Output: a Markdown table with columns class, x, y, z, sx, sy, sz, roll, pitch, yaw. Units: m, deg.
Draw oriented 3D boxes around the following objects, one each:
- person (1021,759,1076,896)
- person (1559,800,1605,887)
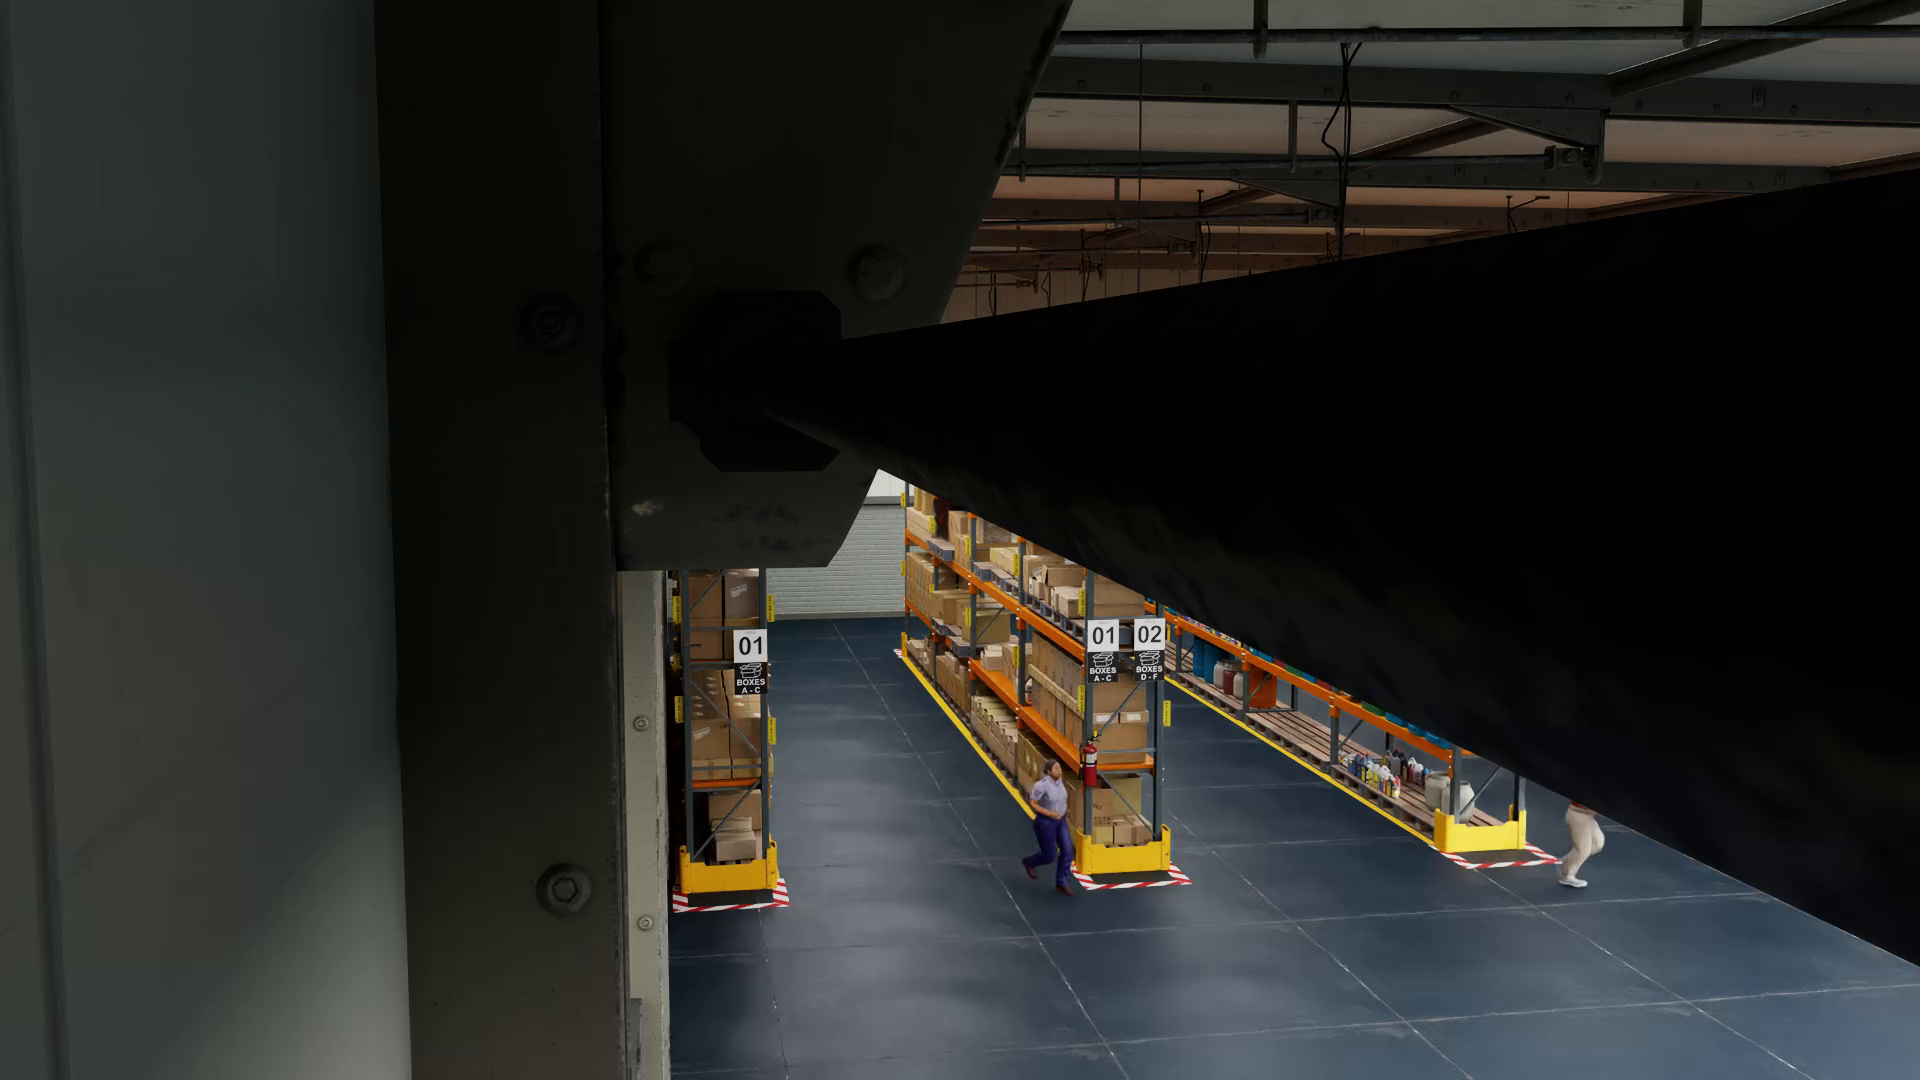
| class | x | y | z | sx | sy | sz | roll | pitch | yaw |
| --- | --- | --- | --- | --- | --- | --- | --- | --- | --- |
| person | 1.080 | 3.466 | 20.142 | 0.644 | 1.625 | 0.769 | -6 | 8 | -44 |
| person | 7.611 | 3.391 | 20.221 | 0.585 | 1.695 | 0.675 | 3 | 7 | 25 |
